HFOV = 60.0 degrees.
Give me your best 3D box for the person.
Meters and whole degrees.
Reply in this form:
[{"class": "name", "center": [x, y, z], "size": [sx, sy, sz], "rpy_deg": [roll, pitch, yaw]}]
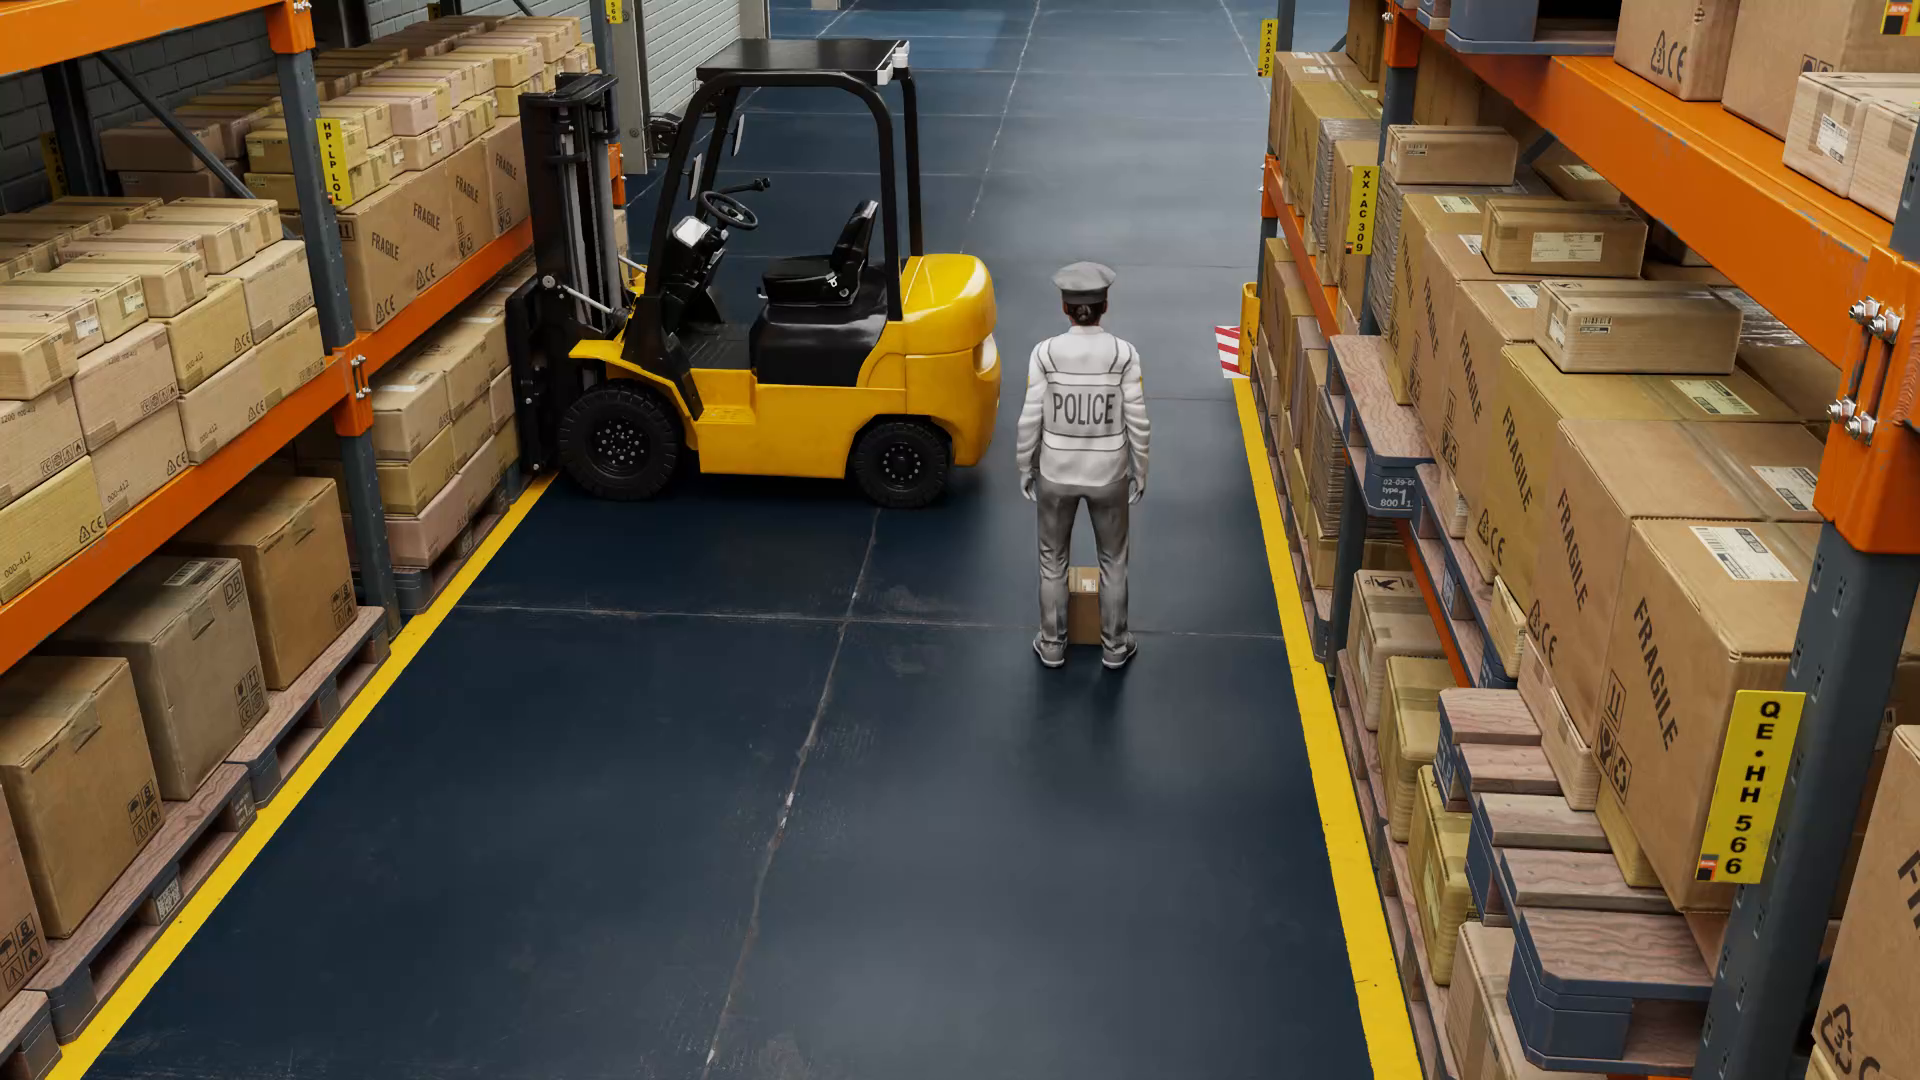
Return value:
[{"class": "person", "center": [0.491, -0.260, 6.667], "size": [0.530, 1.663, 0.370], "rpy_deg": [2, 25, 4]}]
